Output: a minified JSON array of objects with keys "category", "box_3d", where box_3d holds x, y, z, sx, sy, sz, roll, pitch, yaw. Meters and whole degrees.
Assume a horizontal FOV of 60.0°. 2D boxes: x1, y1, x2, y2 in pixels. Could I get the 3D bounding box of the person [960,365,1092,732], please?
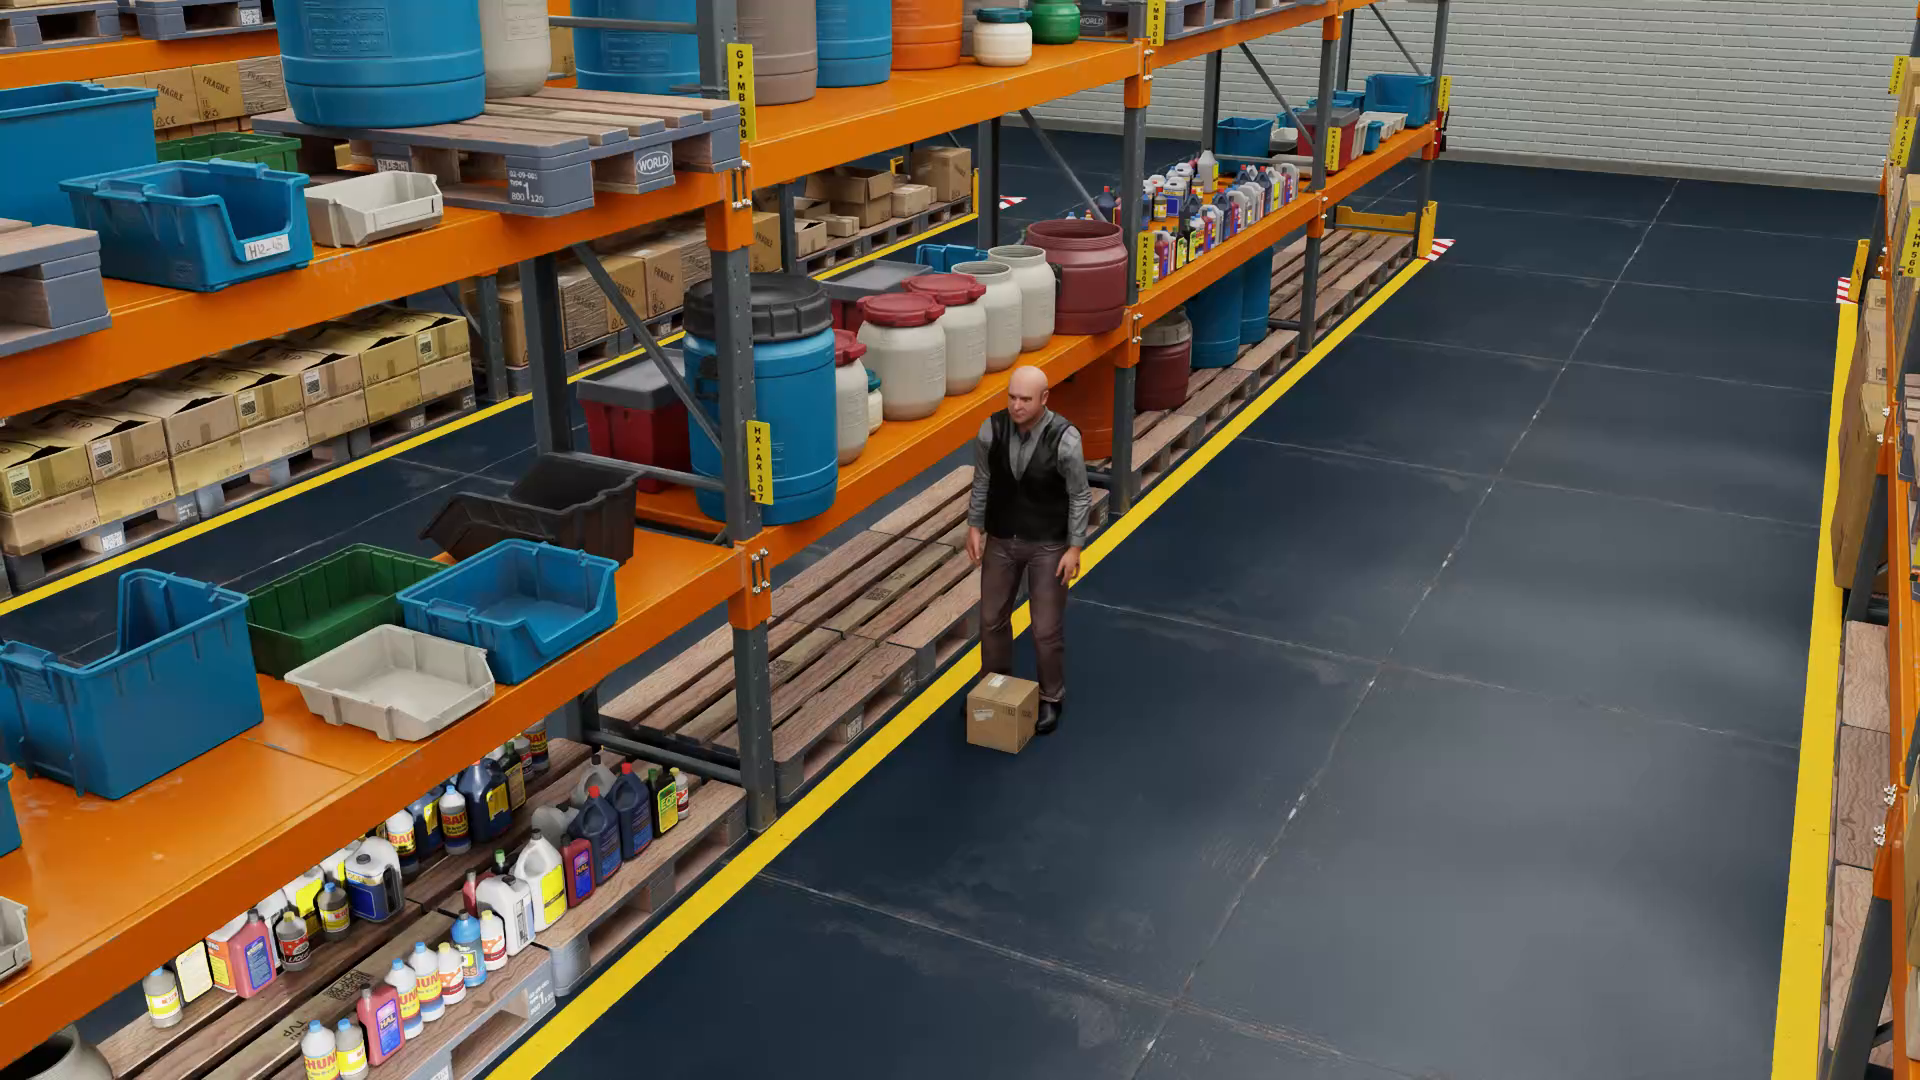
[{"category":"person","box_3d":[0.313,0.016,7.586,0.580,1.721,0.416,11,25,25]}]
